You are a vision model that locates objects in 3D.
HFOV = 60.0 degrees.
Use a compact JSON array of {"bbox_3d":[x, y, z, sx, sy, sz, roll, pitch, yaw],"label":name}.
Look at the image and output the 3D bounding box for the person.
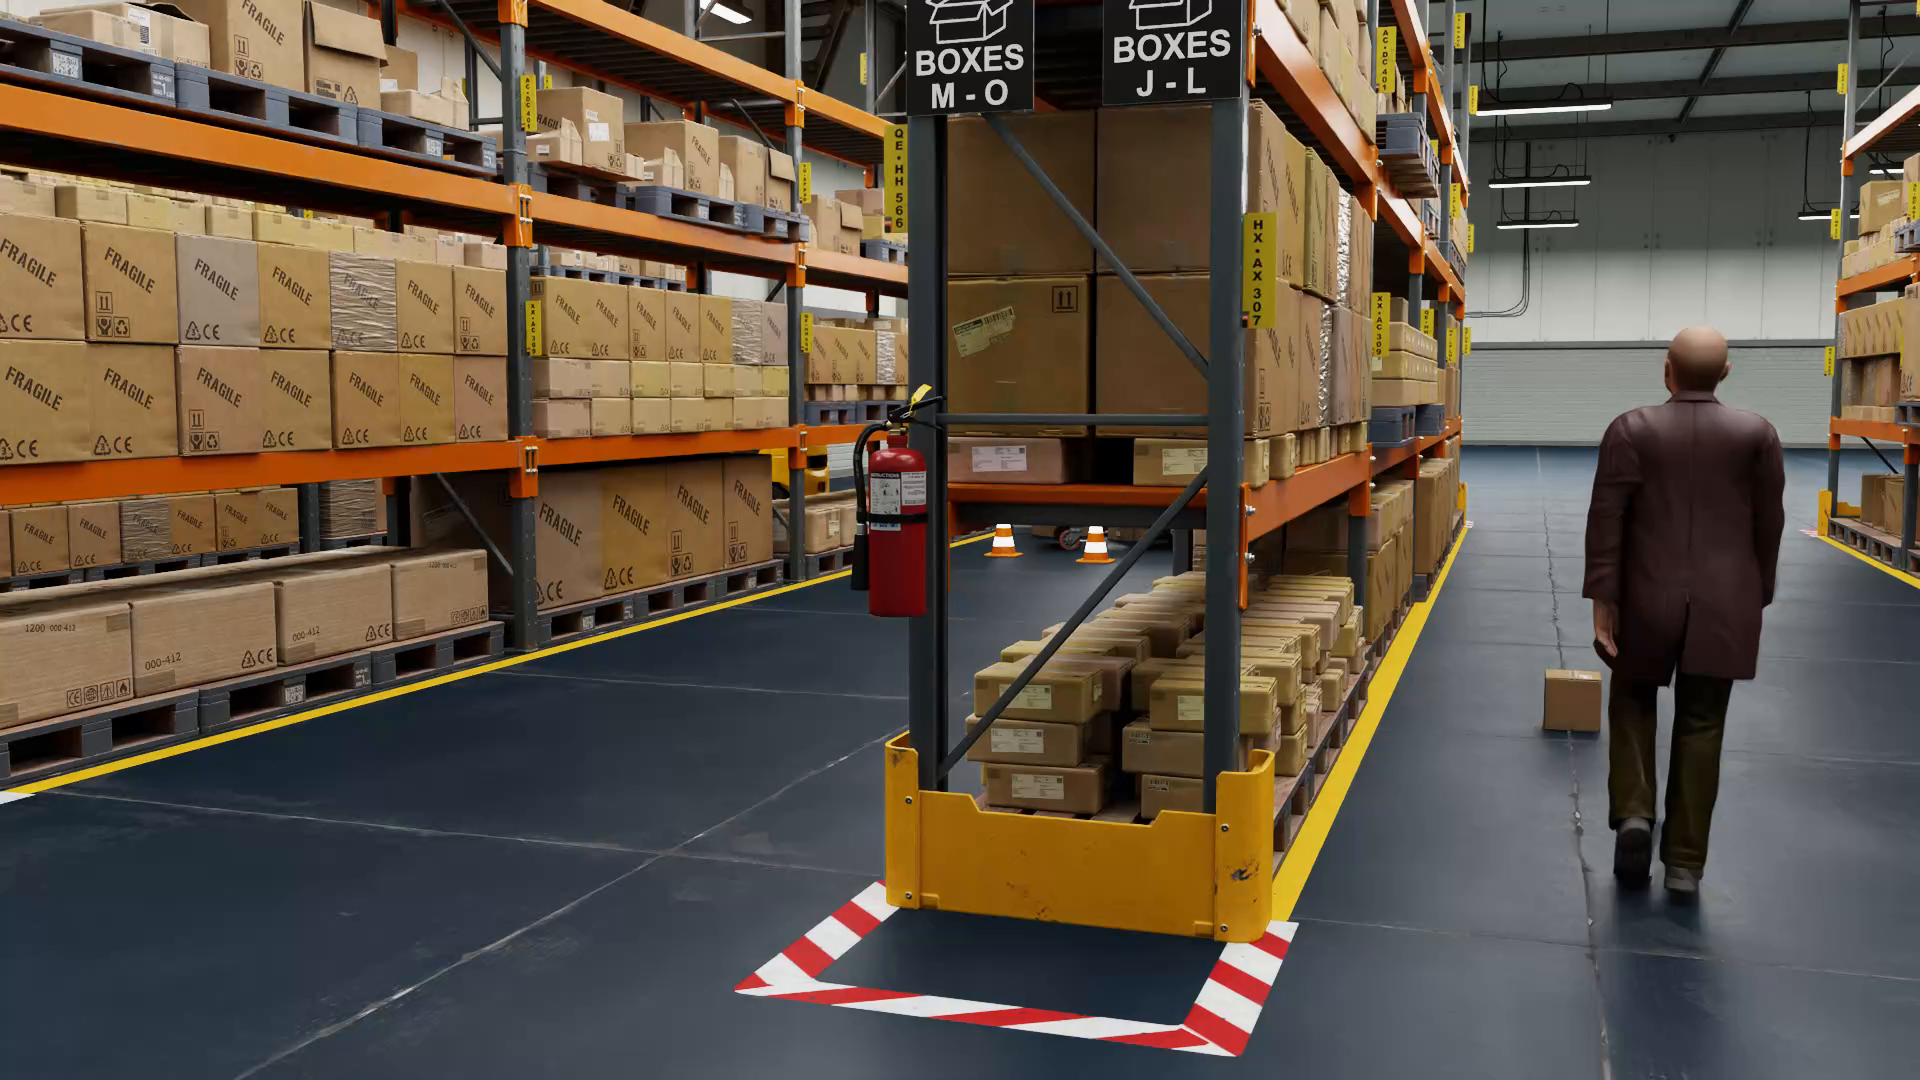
[{"bbox_3d":[2.299,0.237,5.314,0.585,1.835,0.516,2,5,21],"label":"person"}]
